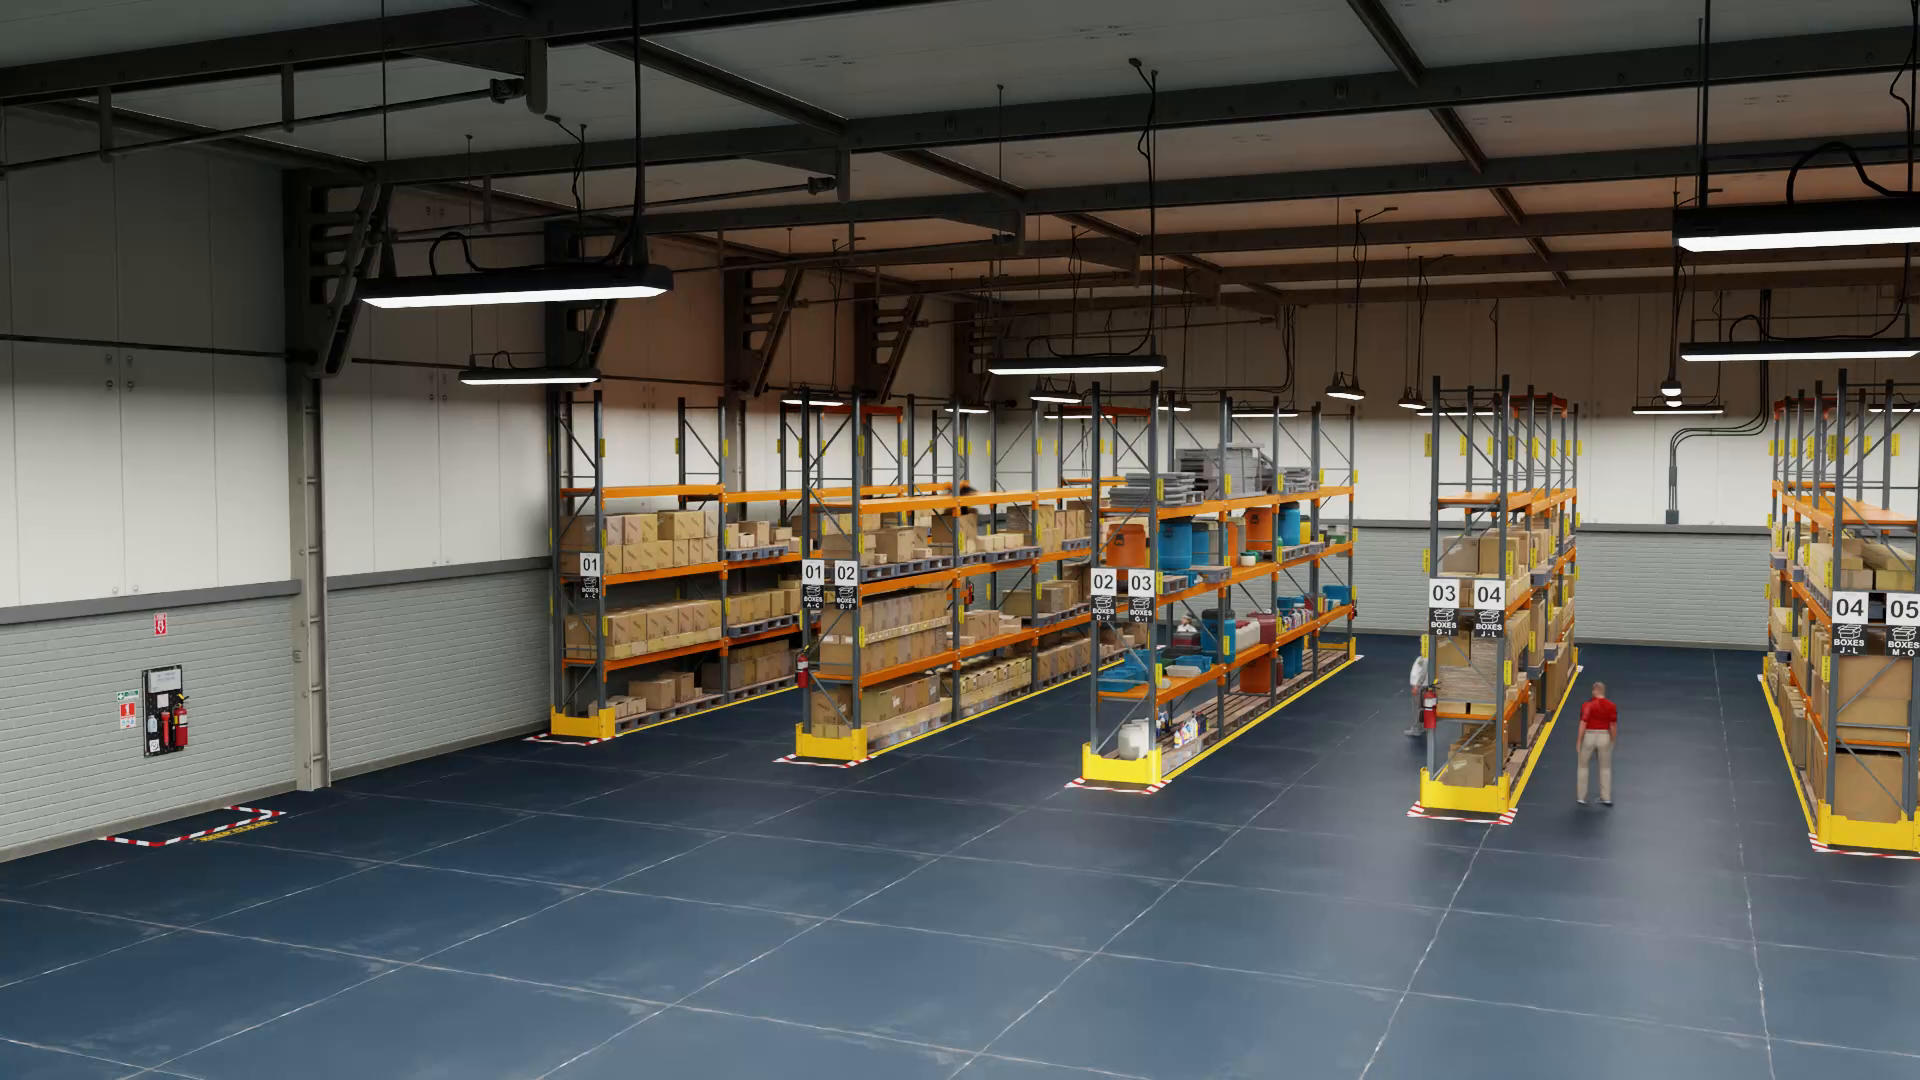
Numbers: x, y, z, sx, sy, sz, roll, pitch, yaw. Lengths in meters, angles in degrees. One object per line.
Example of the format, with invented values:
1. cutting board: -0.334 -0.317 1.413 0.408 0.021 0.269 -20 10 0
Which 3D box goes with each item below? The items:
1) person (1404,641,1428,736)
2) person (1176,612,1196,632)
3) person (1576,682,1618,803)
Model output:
1. person: 7.986 2.523 28.835 0.555 1.765 0.594 2 4 35
2. person: 4.599 2.314 34.024 0.509 1.700 0.908 2 4 26
3. person: 8.973 2.856 23.422 0.545 1.739 0.466 1 3 16
